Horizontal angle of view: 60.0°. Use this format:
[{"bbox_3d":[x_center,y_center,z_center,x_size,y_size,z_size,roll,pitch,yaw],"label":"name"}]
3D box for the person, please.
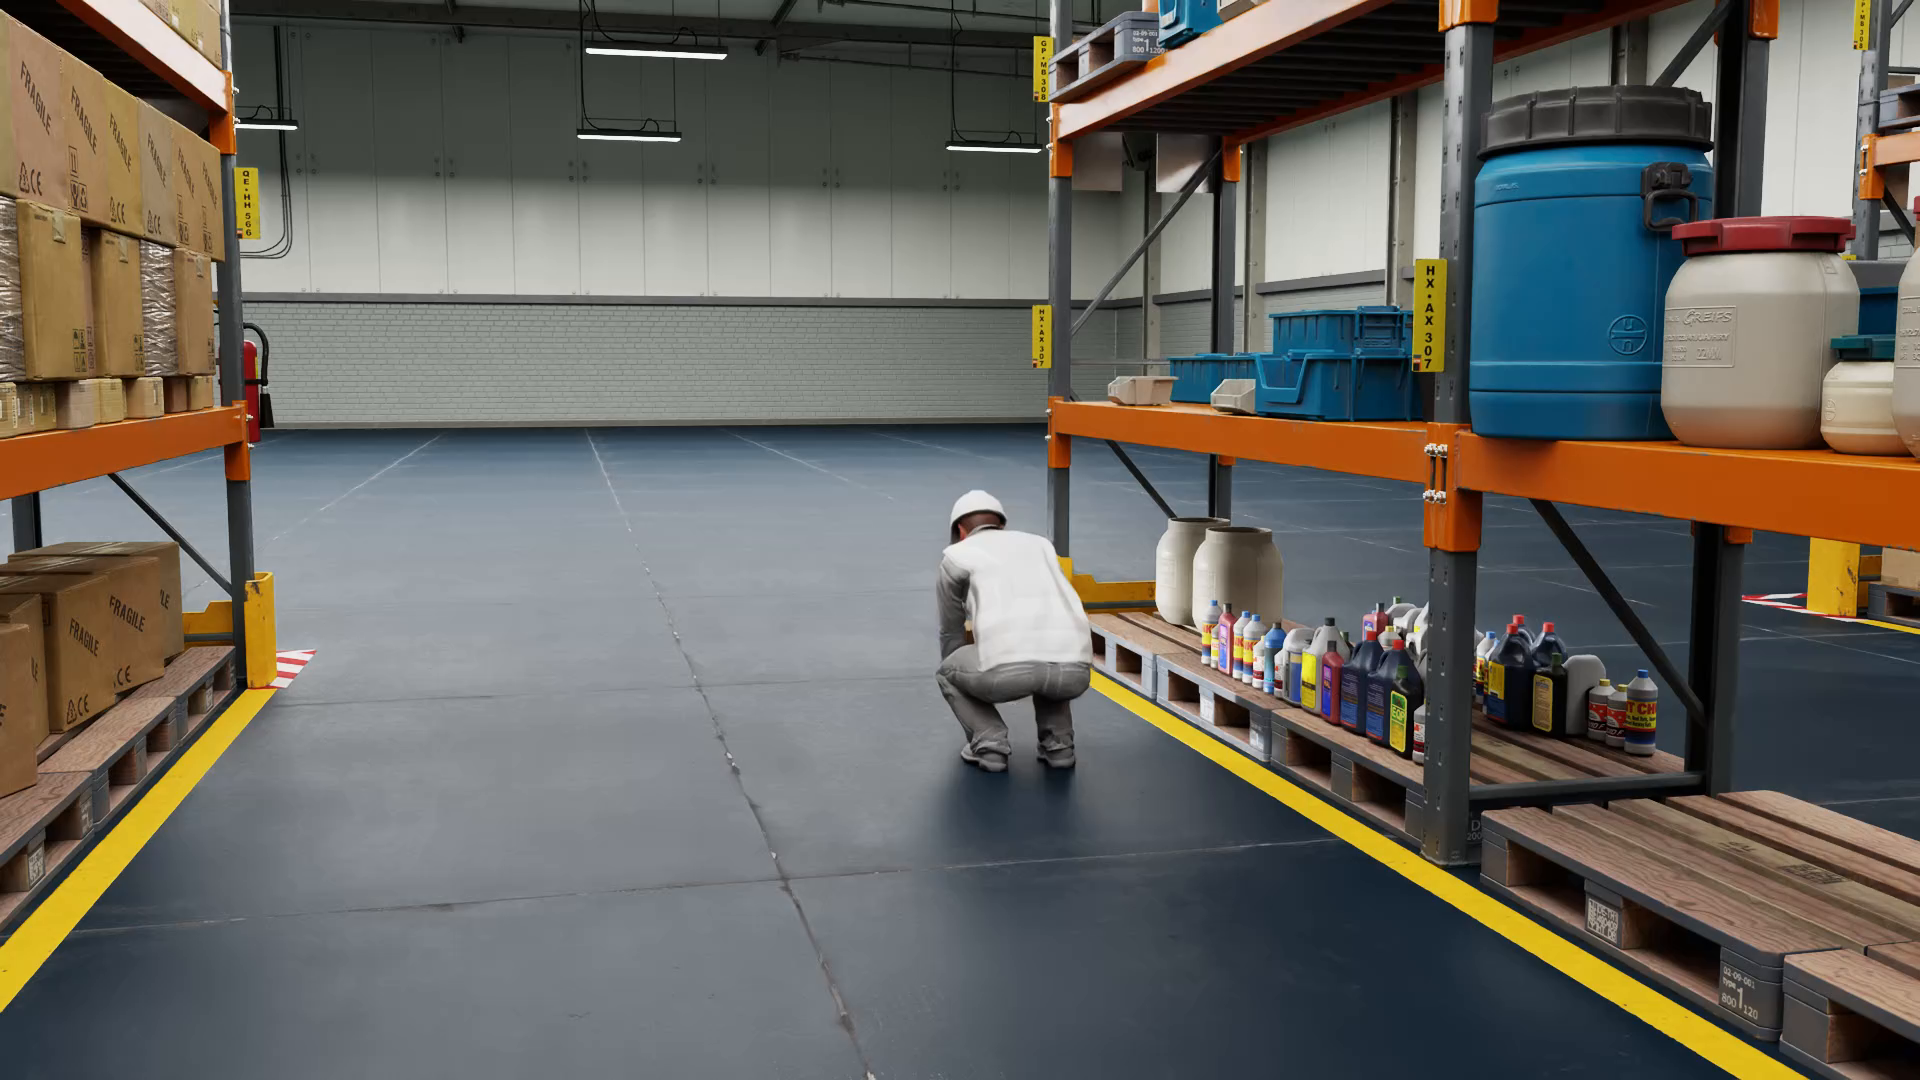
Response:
[{"bbox_3d":[0.184,0.333,6.377,0.526,1.008,0.879,-2,6,-15],"label":"person"}]
